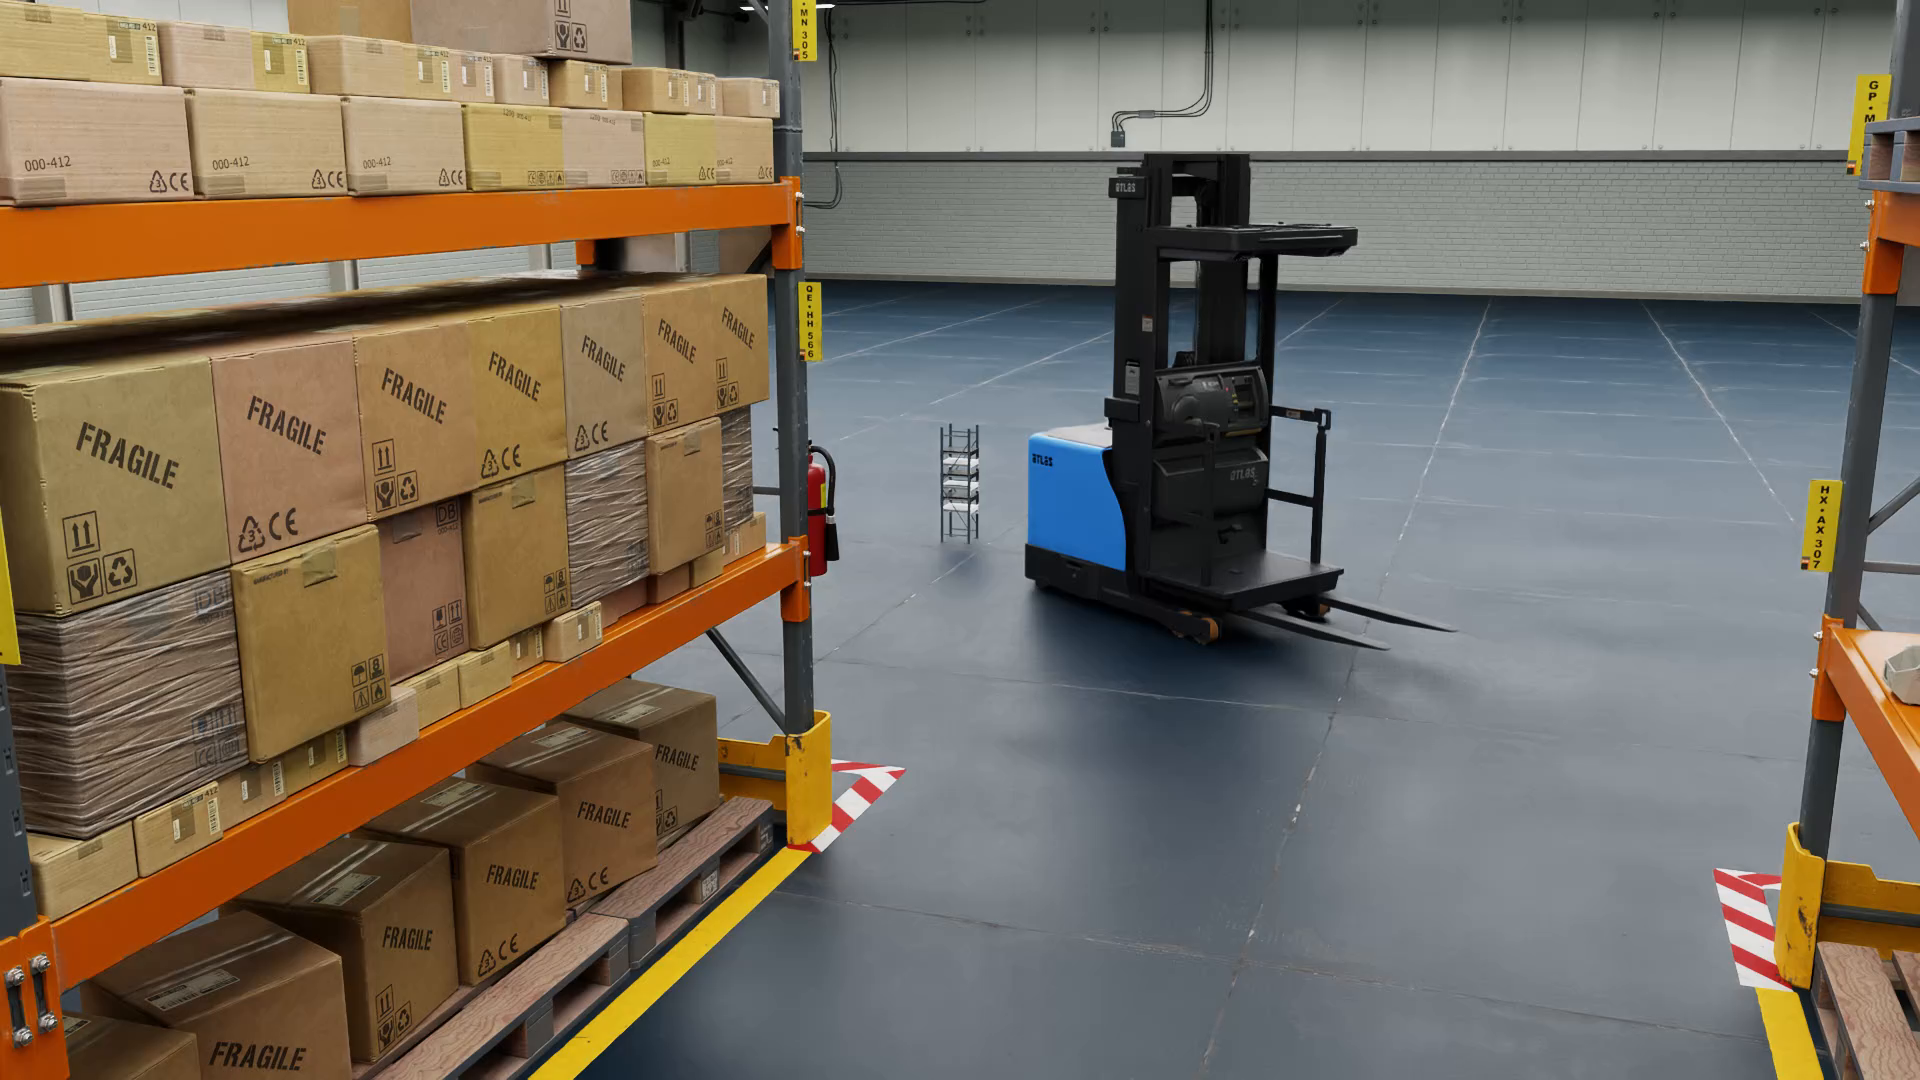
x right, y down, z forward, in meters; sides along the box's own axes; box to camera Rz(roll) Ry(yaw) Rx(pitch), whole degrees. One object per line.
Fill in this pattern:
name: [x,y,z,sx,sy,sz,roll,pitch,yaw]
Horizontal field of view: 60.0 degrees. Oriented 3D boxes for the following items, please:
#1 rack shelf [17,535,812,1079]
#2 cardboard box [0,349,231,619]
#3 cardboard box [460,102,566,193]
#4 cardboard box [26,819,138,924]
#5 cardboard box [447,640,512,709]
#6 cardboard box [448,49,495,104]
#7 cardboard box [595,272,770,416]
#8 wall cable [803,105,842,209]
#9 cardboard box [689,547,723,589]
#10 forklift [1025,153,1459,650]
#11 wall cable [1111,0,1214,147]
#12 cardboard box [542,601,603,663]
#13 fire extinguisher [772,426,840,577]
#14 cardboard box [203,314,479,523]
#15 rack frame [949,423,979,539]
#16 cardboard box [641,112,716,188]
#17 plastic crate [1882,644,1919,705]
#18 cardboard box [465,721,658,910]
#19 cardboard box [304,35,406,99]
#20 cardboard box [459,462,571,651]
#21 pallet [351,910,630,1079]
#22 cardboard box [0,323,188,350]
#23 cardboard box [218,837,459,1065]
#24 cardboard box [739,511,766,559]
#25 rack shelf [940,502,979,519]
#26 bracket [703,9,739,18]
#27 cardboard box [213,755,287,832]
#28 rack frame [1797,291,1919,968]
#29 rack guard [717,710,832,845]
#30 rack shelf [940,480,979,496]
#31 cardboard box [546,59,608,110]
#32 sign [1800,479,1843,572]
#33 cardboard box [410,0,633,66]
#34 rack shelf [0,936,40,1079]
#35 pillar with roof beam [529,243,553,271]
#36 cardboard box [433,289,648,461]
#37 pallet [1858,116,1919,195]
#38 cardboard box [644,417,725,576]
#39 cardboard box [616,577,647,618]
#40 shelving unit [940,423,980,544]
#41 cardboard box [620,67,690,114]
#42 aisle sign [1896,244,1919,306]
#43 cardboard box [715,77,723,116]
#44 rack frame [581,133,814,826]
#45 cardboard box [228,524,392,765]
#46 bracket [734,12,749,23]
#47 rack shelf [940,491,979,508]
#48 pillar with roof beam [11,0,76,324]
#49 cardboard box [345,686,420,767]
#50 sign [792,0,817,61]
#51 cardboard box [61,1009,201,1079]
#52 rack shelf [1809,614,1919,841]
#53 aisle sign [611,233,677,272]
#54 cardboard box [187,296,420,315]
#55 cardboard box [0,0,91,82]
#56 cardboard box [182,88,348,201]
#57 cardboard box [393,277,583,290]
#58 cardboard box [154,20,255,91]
rack shelf: [-1.787,0.540,5.496,1.077,0.370,4.000,4,14,18]
cardboard box: [-2.048,-0.147,3.750,0.500,0.500,0.500,4,14,18]
cardboard box: [-1.546,-1.182,5.021,0.500,0.250,0.500,4,13,17]
cardboard box: [-2.080,0.710,3.702,0.380,0.149,0.250,4,14,18]
cardboard box: [-1.607,0.393,5.090,0.380,0.149,0.250,4,14,18]
cardboard box: [-1.600,-1.353,4.875,0.380,0.149,0.250,5,14,20]
cardboard box: [-1.084,-0.779,6.520,0.500,0.500,0.500,4,14,18]
wall cable: [-4.381,-9.472,41.244,3.097,2.526,0.112,4,14,18]
cardboard box: [-1.150,0.075,6.483,0.380,0.149,0.250,4,14,18]
forklift: [1.737,-0.913,10.401,1.130,2.935,3.031,-9,16,-36]
wall cable: [4.596,-11.957,37.511,2.305,6.003,0.169,4,14,18]
cardboard box: [-1.422,0.289,5.544,0.380,0.149,0.250,4,14,18]
fire extinguisher: [-0.666,-0.185,7.229,0.296,0.674,0.183,4,14,18]
cardboard box: [-1.725,-0.357,4.673,0.500,0.500,0.500,4,14,18]
rack frame: [0.030,-0.458,12.974,0.240,0.900,0.006,4,14,18]
cardboard box: [-1.214,-1.395,5.957,0.500,0.250,0.500,4,14,19]
plastic crate: [2.953,0.419,5.003,0.298,0.136,0.250,4,14,18]
cardboard box: [-1.518,1.041,6.359,0.500,0.500,0.500,9,15,33]
cardboard box: [-1.700,-1.240,4.381,0.380,0.149,0.250,4,13,17]
cardboard box: [-1.767,0.009,5.313,0.875,0.500,0.500,4,14,18]
pallet: [-1.857,1.569,5.641,1.003,0.211,1.213,4,14,18]
cardboard box: [-2.388,-0.290,4.379,0.500,0.500,0.500,4,14,18]
cardboard box: [-1.962,1.286,5.287,0.500,0.500,0.500,3,13,13]
cardboard box: [-1.036,-0.034,6.960,0.380,0.149,0.250,4,14,18]
rack shelf: [-0.003,-0.229,12.928,0.258,0.077,0.200,4,14,18]
bracket: [-5.540,-12.652,40.110,0.076,0.066,3.189,4,14,18]
cardboard box: [-1.932,0.603,4.168,0.380,0.149,0.250,4,14,18]
rack frame: [3.547,0.125,5.698,1.000,3.000,0.127,4,14,18]
rack guard: [-1.164,1.003,7.469,1.175,0.500,0.348,4,14,18]
rack shelf: [-0.003,-0.405,12.888,0.258,0.077,0.200,4,14,18]
cardboard box: [-1.362,-1.461,5.347,0.380,0.149,0.250,4,13,16]
sign: [3.028,-0.050,5.845,0.100,0.325,0.005,4,14,18]
cardboard box: [-1.402,-1.787,5.317,0.500,0.500,0.500,4,14,18]
rack shelf: [-3.081,1.383,1.806,1.077,0.370,4.000,4,14,18]
pillar with roof beam: [-4.454,-8.888,31.705,9.100,9.000,0.400,4,14,18]
cardboard box: [-1.404,-0.568,5.596,0.500,0.500,0.500,4,14,18]
pallet: [3.187,-1.078,4.653,1.003,0.211,1.213,4,14,18]
cardboard box: [-1.392,-0.197,6.219,0.875,0.500,0.500,4,14,18]
cardboard box: [-1.366,0.176,6.040,0.380,0.149,0.250,4,14,18]
shelving unit: [-0.003,-0.437,12.880,0.258,0.900,0.210,4,14,18]
cardboard box: [-1.173,-1.568,5.815,0.380,0.149,0.250,4,14,19]
aisle sign: [3.293,-1.178,5.568,0.394,0.787,0.004,4,14,18]
cardboard box: [-1.129,-1.688,6.341,0.380,0.149,0.250,4,13,17]
rack frame: [-1.140,-0.231,7.261,1.000,3.000,0.127,4,14,18]
cardboard box: [-2.035,0.224,4.372,0.875,0.500,0.500,4,14,18]
bracket: [-5.349,-12.777,40.655,0.235,0.232,0.430,4,14,18]
rack shelf: [-0.003,-0.317,12.908,0.258,0.077,0.200,4,14,18]
pillar with roof beam: [-8.336,-6.361,20.635,9.100,9.000,0.400,4,14,18]
cardboard box: [-1.740,0.500,4.619,0.380,0.149,0.250,4,14,18]
sign: [-0.621,-2.081,6.635,0.100,0.325,0.005,4,14,18]
cardboard box: [-2.266,1.543,4.158,0.500,0.500,0.500,4,13,17]
rack shelf: [2.900,0.897,3.933,1.077,0.370,4.000,4,14,18]
aisle sign: [-1.403,-1.533,7.123,0.394,0.787,0.004,4,14,18]
cardboard box: [-2.060,-0.501,5.300,0.500,0.500,0.500,4,14,18]
cardboard box: [-2.037,-1.019,3.412,0.380,0.149,0.250,4,13,17]
cardboard box: [-1.879,-0.966,4.078,0.500,0.250,0.500,4,14,18]
cardboard box: [-1.744,-0.712,6.225,0.500,0.500,0.500,4,14,18]
cardboard box: [-1.907,-1.136,3.923,0.380,0.149,0.250,4,14,19]
